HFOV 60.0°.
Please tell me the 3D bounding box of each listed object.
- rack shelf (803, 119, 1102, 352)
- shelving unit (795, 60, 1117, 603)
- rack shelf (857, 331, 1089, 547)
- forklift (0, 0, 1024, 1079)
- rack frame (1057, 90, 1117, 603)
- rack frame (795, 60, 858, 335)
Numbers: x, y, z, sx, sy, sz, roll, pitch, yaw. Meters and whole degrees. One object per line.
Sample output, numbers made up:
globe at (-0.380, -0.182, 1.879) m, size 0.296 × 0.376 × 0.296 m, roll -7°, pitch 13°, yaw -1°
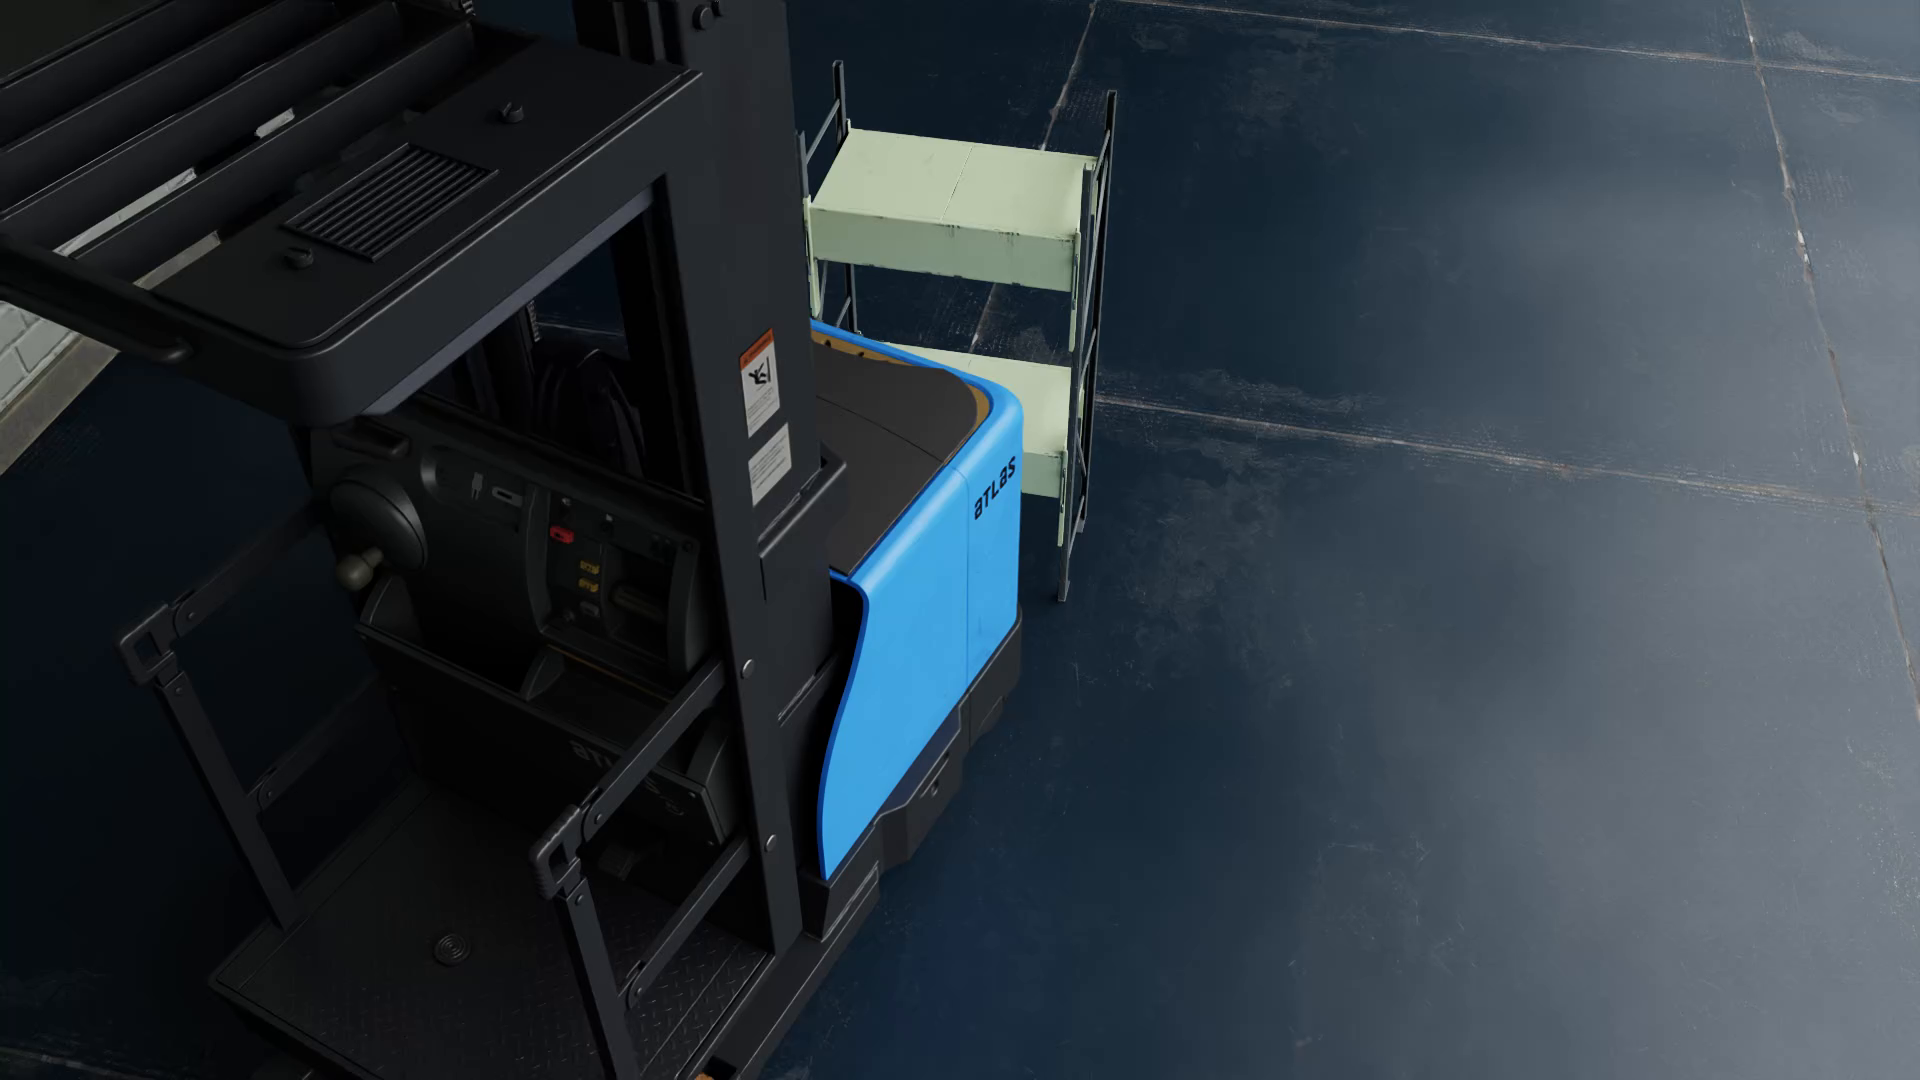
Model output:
rack shelf at (-0.007, -0.823, 4.460) m, size 0.720 × 0.370 × 0.431 m, roll 9°, pitch 45°, yaw 9°
shelving unit at (-0.007, -0.541, 4.731) m, size 0.755 × 1.500 × 0.431 m, roll 9°, pitch 45°, yaw 9°
rack shelf at (-0.007, -0.306, 4.957) m, size 0.720 × 0.370 × 0.431 m, roll 9°, pitch 45°, yaw 9°
forklift at (-0.985, 0.082, 3.051) m, size 1.130 × 2.935 × 3.031 m, roll 21°, pitch 48°, yaw 21°
rack frame at (0.351, -0.486, 4.673) m, size 0.023 × 1.500 × 0.400 m, roll 9°, pitch 45°, yaw 9°
rack frame at (-0.364, -0.597, 4.789) m, size 0.023 × 1.500 × 0.400 m, roll 9°, pitch 45°, yaw 9°
